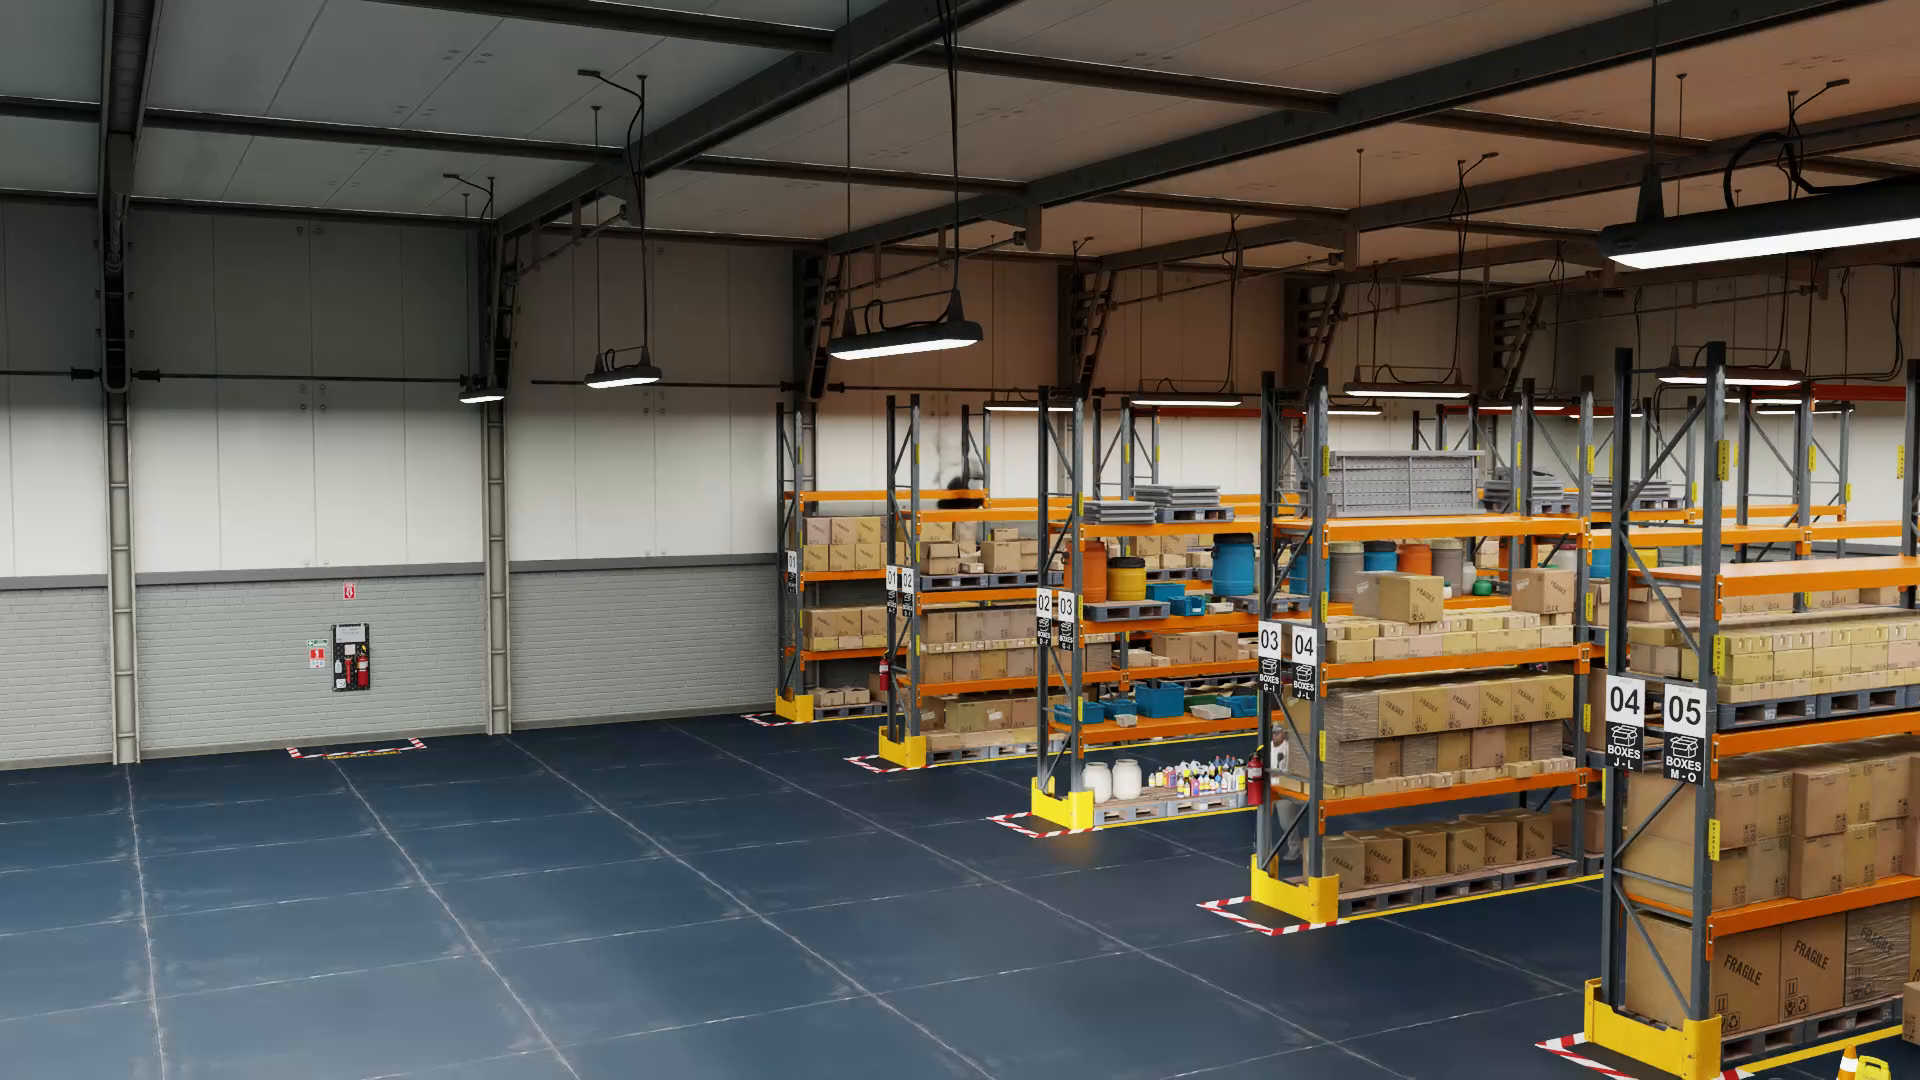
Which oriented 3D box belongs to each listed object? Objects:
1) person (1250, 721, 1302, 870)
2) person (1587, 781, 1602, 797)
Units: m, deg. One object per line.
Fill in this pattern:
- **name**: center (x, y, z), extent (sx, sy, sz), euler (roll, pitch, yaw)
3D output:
- **person**: center (3.908, 3.119, 20.401), extent (0.652, 1.835, 0.762), euler (3, 4, 43)
- **person**: center (8.837, 3.014, 23.138), extent (0.901, 1.656, 0.566), euler (-2, 4, -26)
